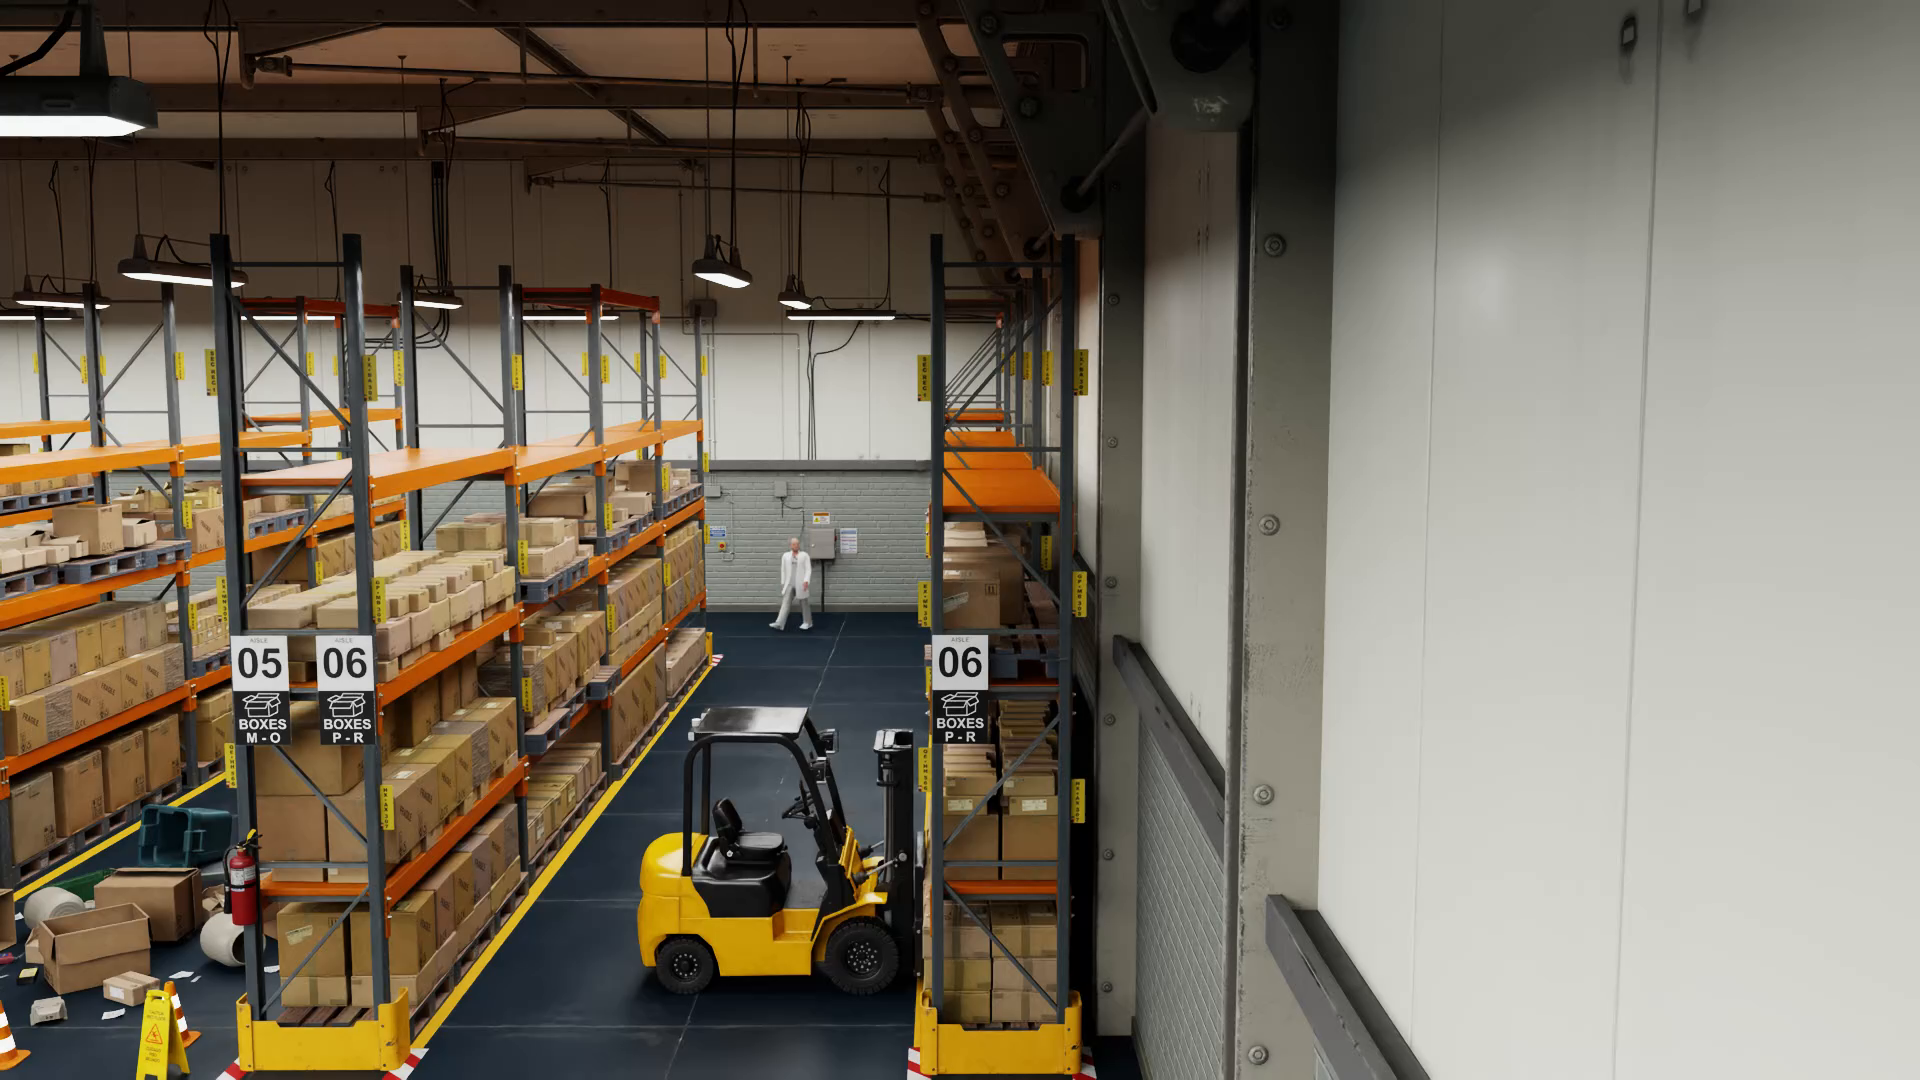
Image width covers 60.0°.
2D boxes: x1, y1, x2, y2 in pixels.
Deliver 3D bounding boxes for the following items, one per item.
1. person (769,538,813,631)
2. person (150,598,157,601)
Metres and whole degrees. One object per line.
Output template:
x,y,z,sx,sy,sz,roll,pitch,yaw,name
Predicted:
-3.135,0.843,31.151,0.662,1.737,1.048,3,7,28,person
-11.859,1.655,24.557,0.402,1.612,0.928,1,6,5,person
